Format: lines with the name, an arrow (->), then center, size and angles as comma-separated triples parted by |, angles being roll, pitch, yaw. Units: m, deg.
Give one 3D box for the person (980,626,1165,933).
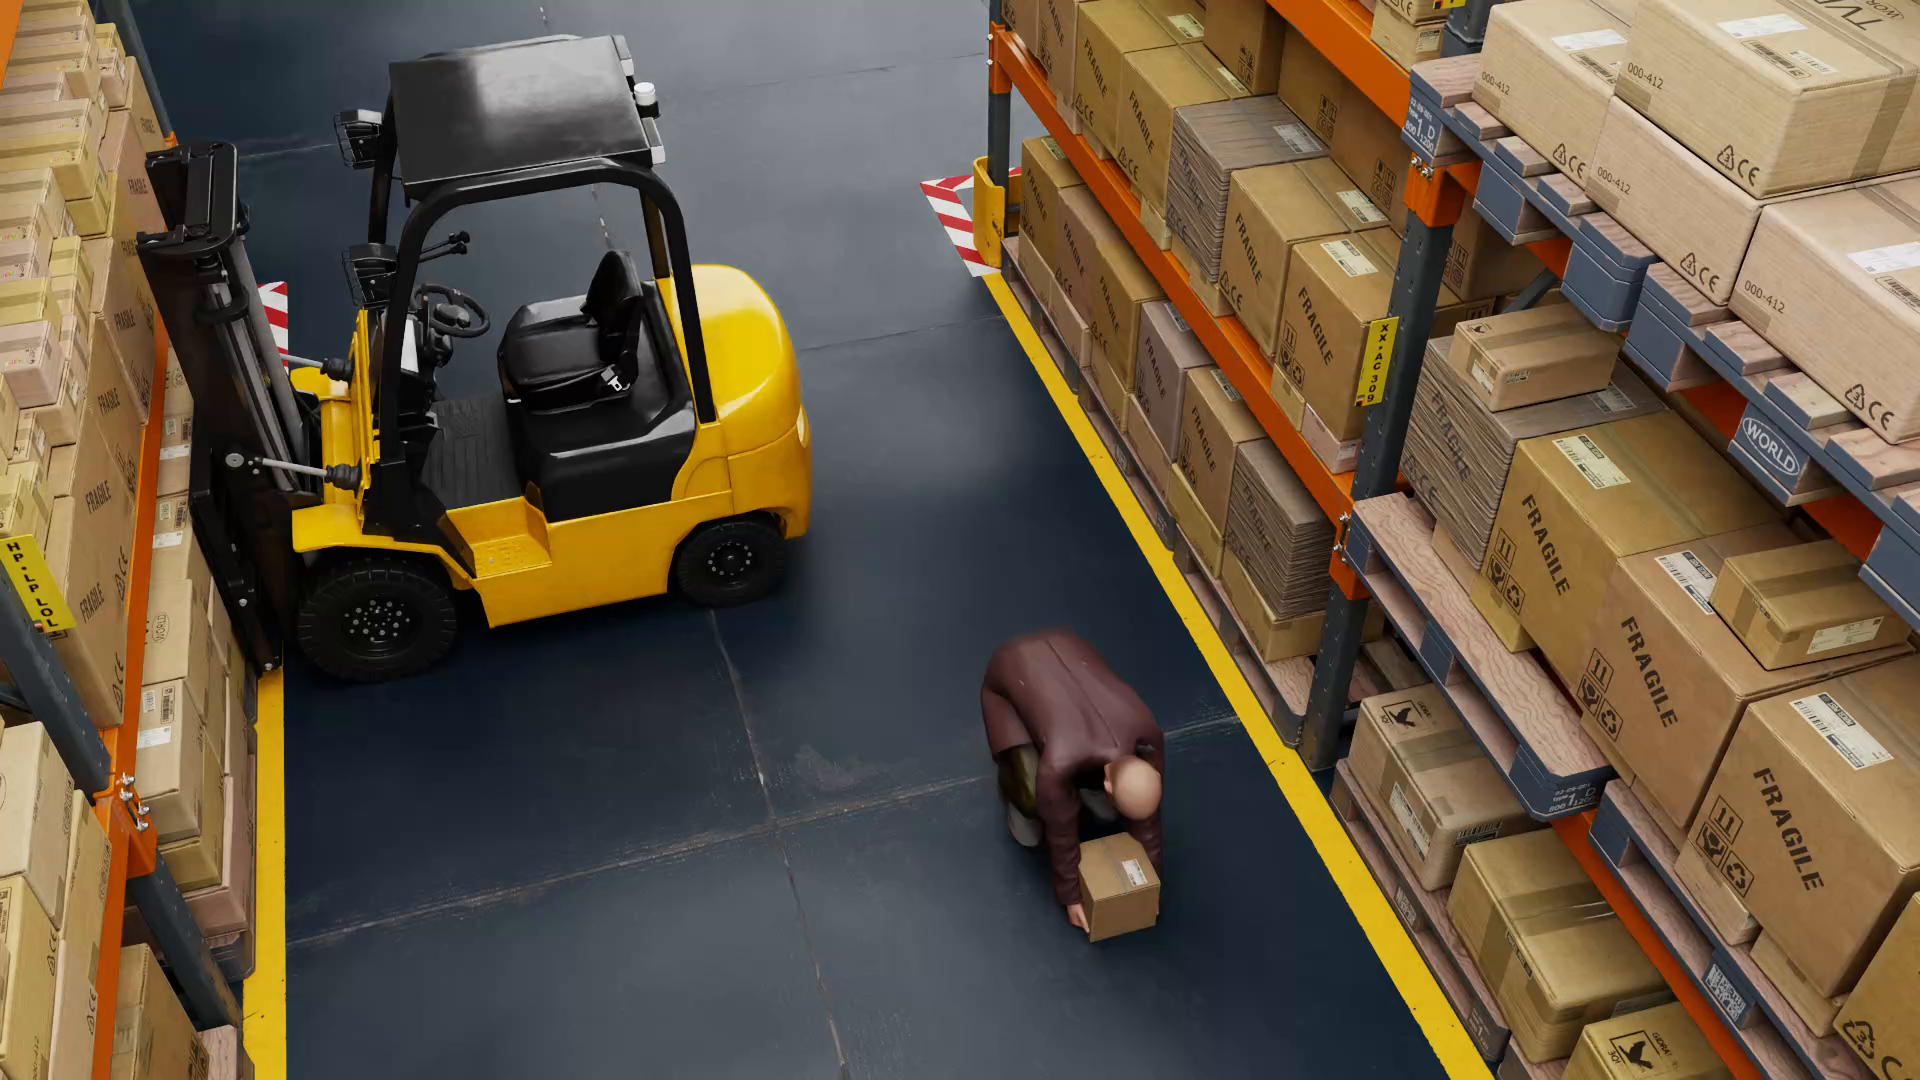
person -> 0.415, 0.814, 5.994 | 0.581, 0.836, 0.951 | -15, 44, -16
